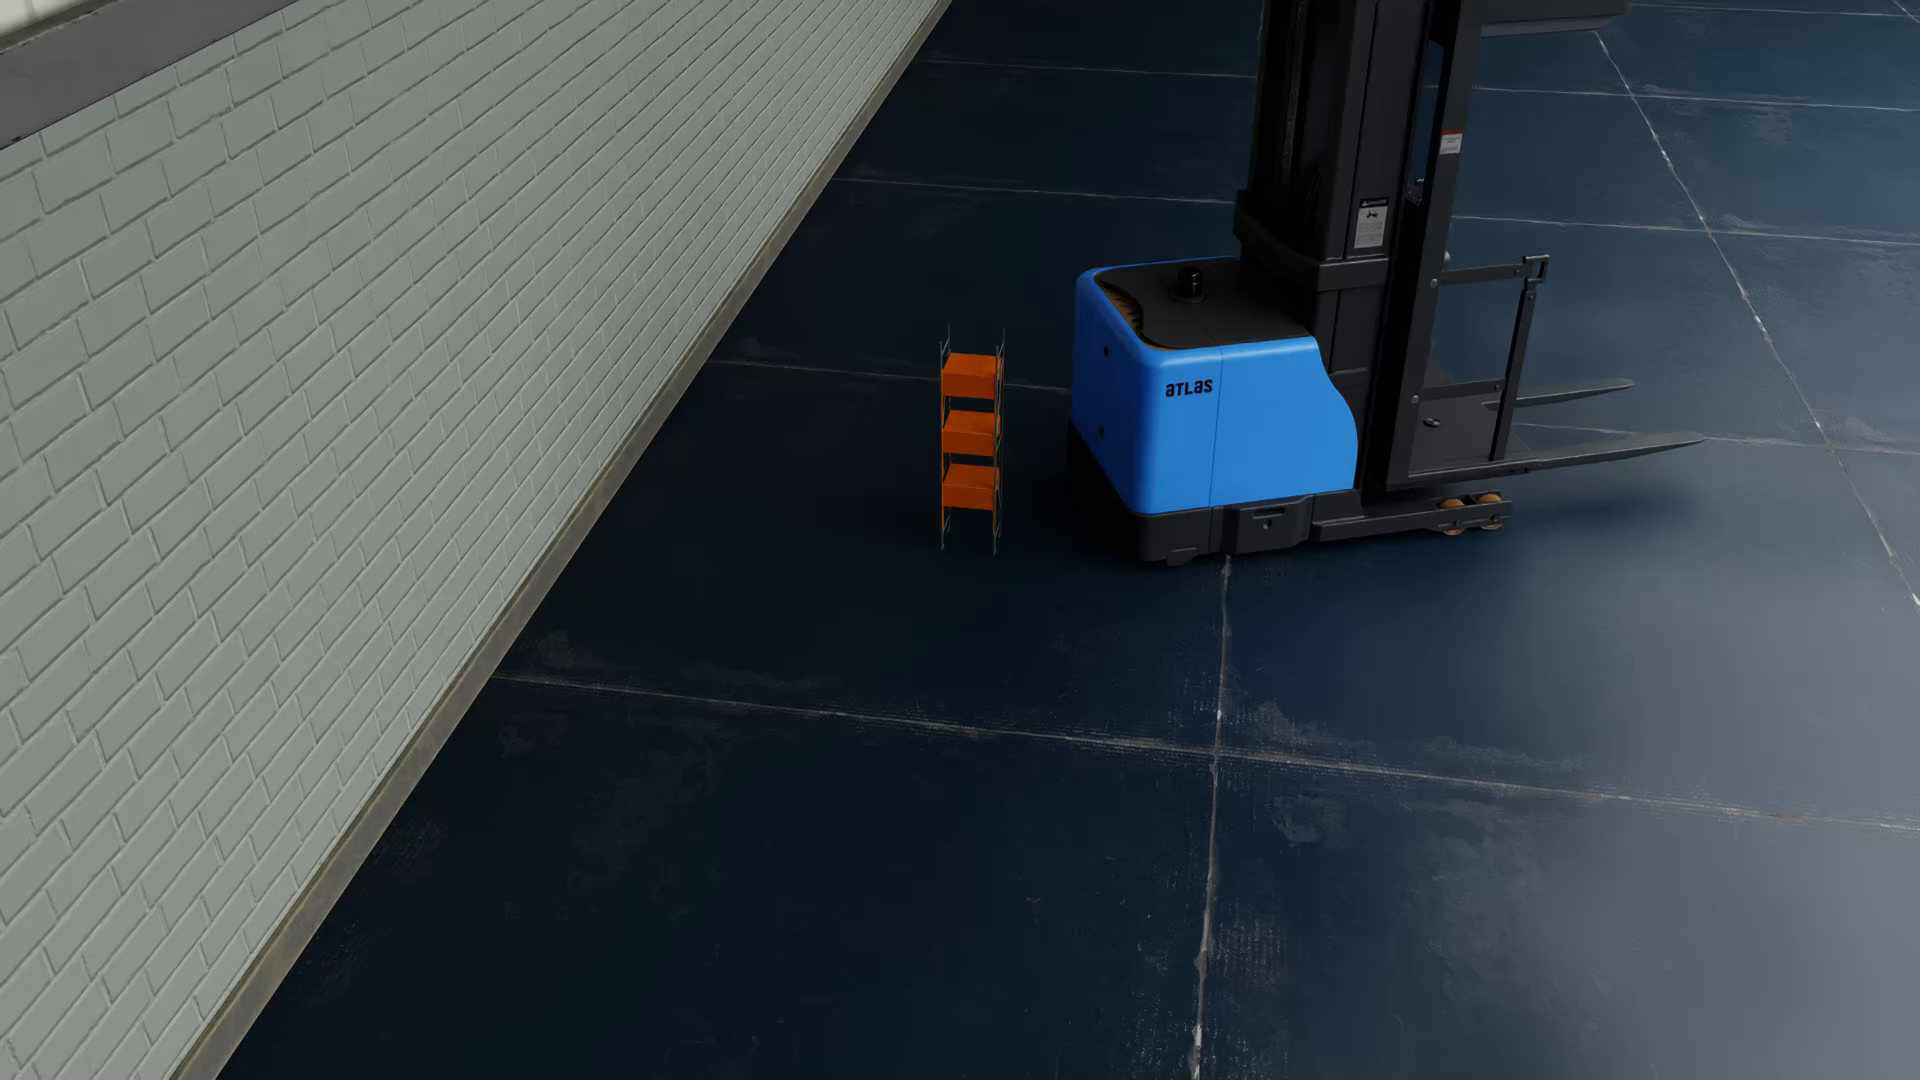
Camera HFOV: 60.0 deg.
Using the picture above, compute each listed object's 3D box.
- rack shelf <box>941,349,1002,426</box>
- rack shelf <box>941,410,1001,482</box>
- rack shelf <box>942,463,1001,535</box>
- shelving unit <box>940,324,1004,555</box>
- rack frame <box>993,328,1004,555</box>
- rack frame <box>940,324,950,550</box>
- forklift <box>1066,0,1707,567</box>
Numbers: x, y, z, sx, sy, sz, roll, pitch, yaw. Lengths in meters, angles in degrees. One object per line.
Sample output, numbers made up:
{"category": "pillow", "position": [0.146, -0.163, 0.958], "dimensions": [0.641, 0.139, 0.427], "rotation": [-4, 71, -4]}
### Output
{"category": "rack shelf", "position": [0.053, -0.672, 7.319], "dimensions": [0.240, 0.259, 0.215], "rotation": [5, 32, 8]}
{"category": "rack shelf", "position": [0.053, -0.431, 7.469], "dimensions": [0.240, 0.259, 0.215], "rotation": [5, 32, 8]}
{"category": "rack shelf", "position": [0.053, -0.196, 7.617], "dimensions": [0.240, 0.259, 0.215], "rotation": [5, 32, 8]}
{"category": "shelving unit", "position": [0.053, -0.440, 7.464], "dimensions": [0.252, 1.050, 0.215], "rotation": [5, 32, 8]}
{"category": "rack frame", "position": [0.173, -0.429, 7.446], "dimensions": [0.008, 1.050, 0.200], "rotation": [5, 32, 8]}
{"category": "rack frame", "position": [-0.068, -0.451, 7.481], "dimensions": [0.008, 1.050, 0.200], "rotation": [5, 32, 8]}
{"category": "forklift", "position": [2.100, -1.531, 7.433], "dimensions": [3.031, 2.935, 1.130], "rotation": [-7, 33, -12]}
